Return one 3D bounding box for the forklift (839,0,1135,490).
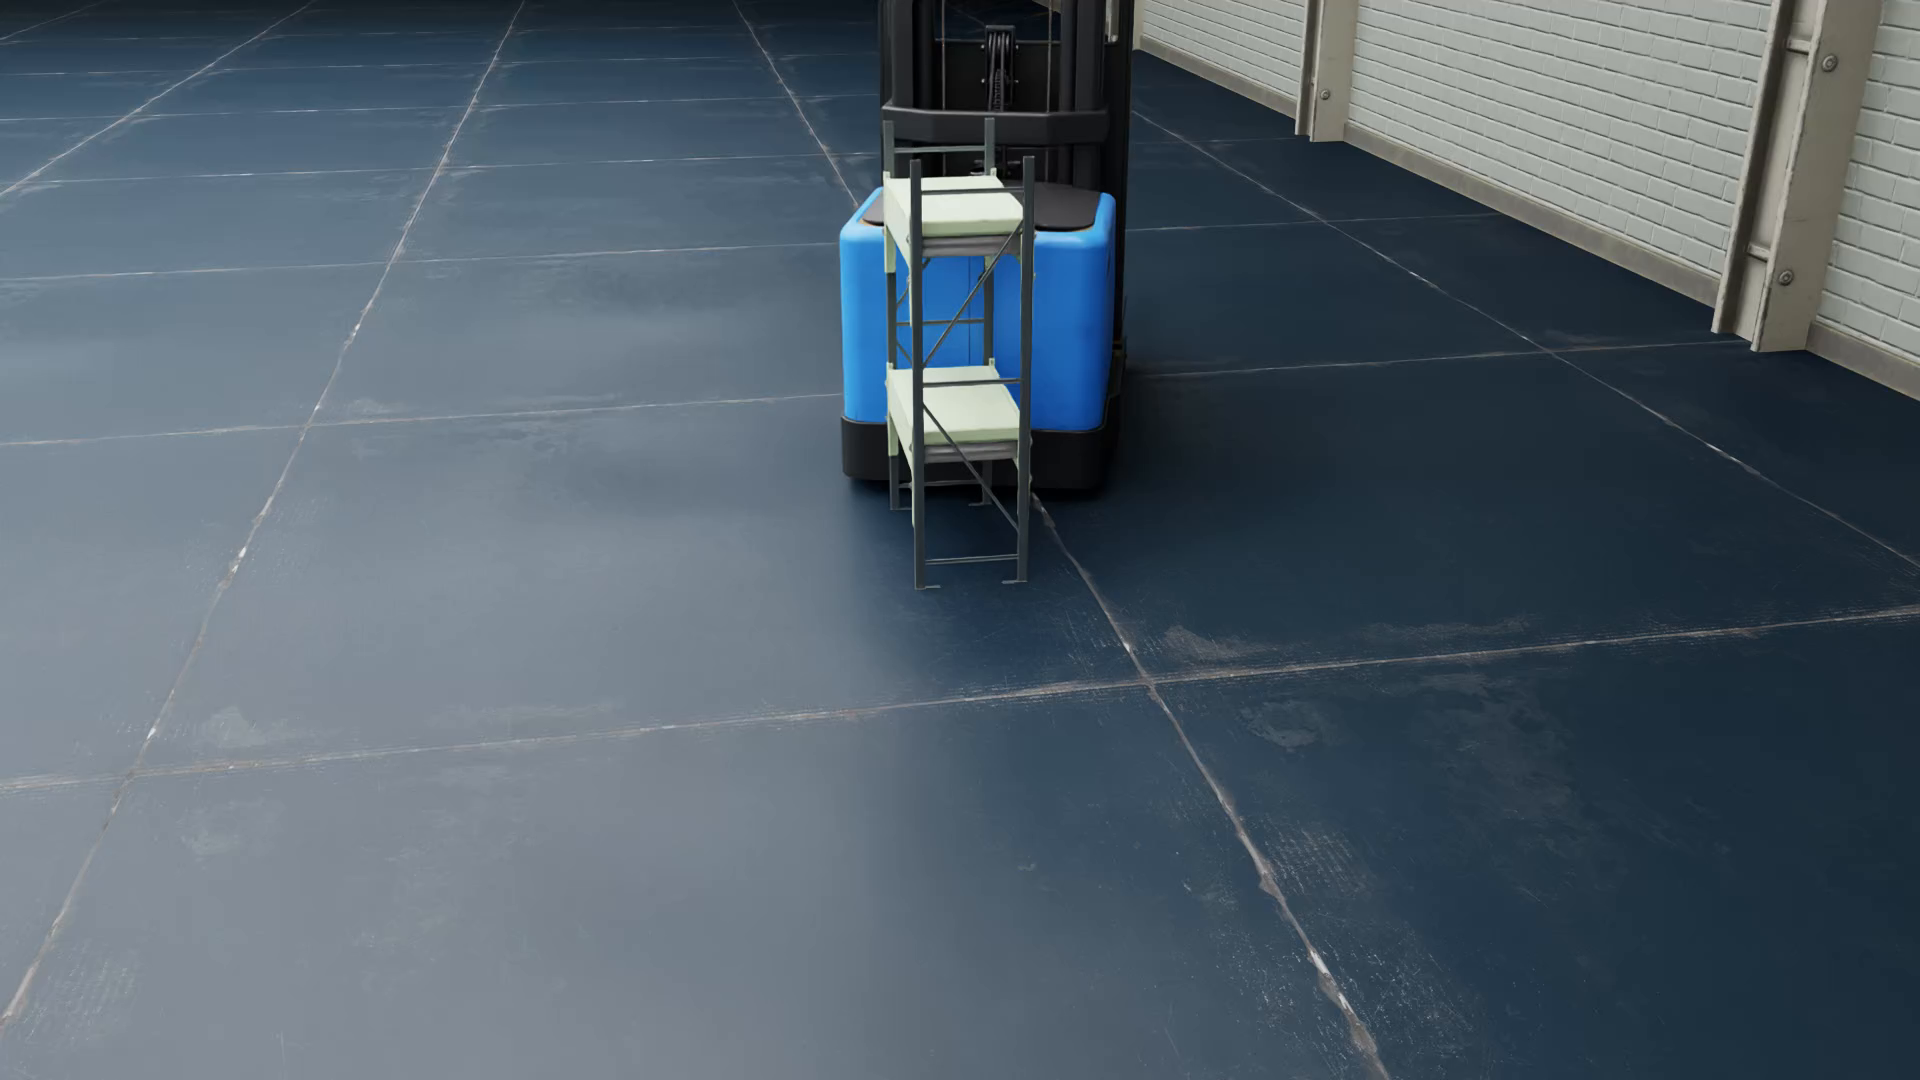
[{"bbox_3d":[0.226,-2.097,7.390,1.130,2.935,3.031,3,24,7],"label":"forklift"}]

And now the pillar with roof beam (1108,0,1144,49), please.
[{"bbox_3d":[-2.298,-9.566,16.910,9.100,9.000,0.400,-4,24,-10],"label":"pillar with roof beam"}]

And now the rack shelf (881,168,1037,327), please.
[{"bbox_3d":[-0.017,-1.026,5.749,0.431,0.370,0.720,-4,24,-8],"label":"rack shelf"}]

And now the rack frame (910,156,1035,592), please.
[{"bbox_3d":[0.040,-0.523,5.574,0.400,1.500,0.023,-4,24,-8],"label":"rack frame"}]

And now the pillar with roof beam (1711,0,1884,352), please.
[{"bbox_3d":[-0.079,-4.846,6.102,9.100,9.000,0.400,-4,24,-10],"label":"pillar with roof beam"}]

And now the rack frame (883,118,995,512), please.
[{"bbox_3d":[-0.074,-0.813,6.237,0.400,1.500,0.023,-4,24,-8],"label":"rack frame"}]

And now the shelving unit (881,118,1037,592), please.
[{"bbox_3d":[-0.017,-0.668,5.905,0.431,1.500,0.755,-4,24,-8],"label":"shelving unit"}]

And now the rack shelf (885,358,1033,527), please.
[{"bbox_3d":[-0.017,-0.369,6.036,0.431,0.370,0.720,-4,24,-8],"label":"rack shelf"}]

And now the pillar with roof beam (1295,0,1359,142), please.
[{"bbox_3d":[-1.188,-7.206,11.506,9.100,9.000,0.400,-4,24,-10],"label":"pillar with roof beam"}]
